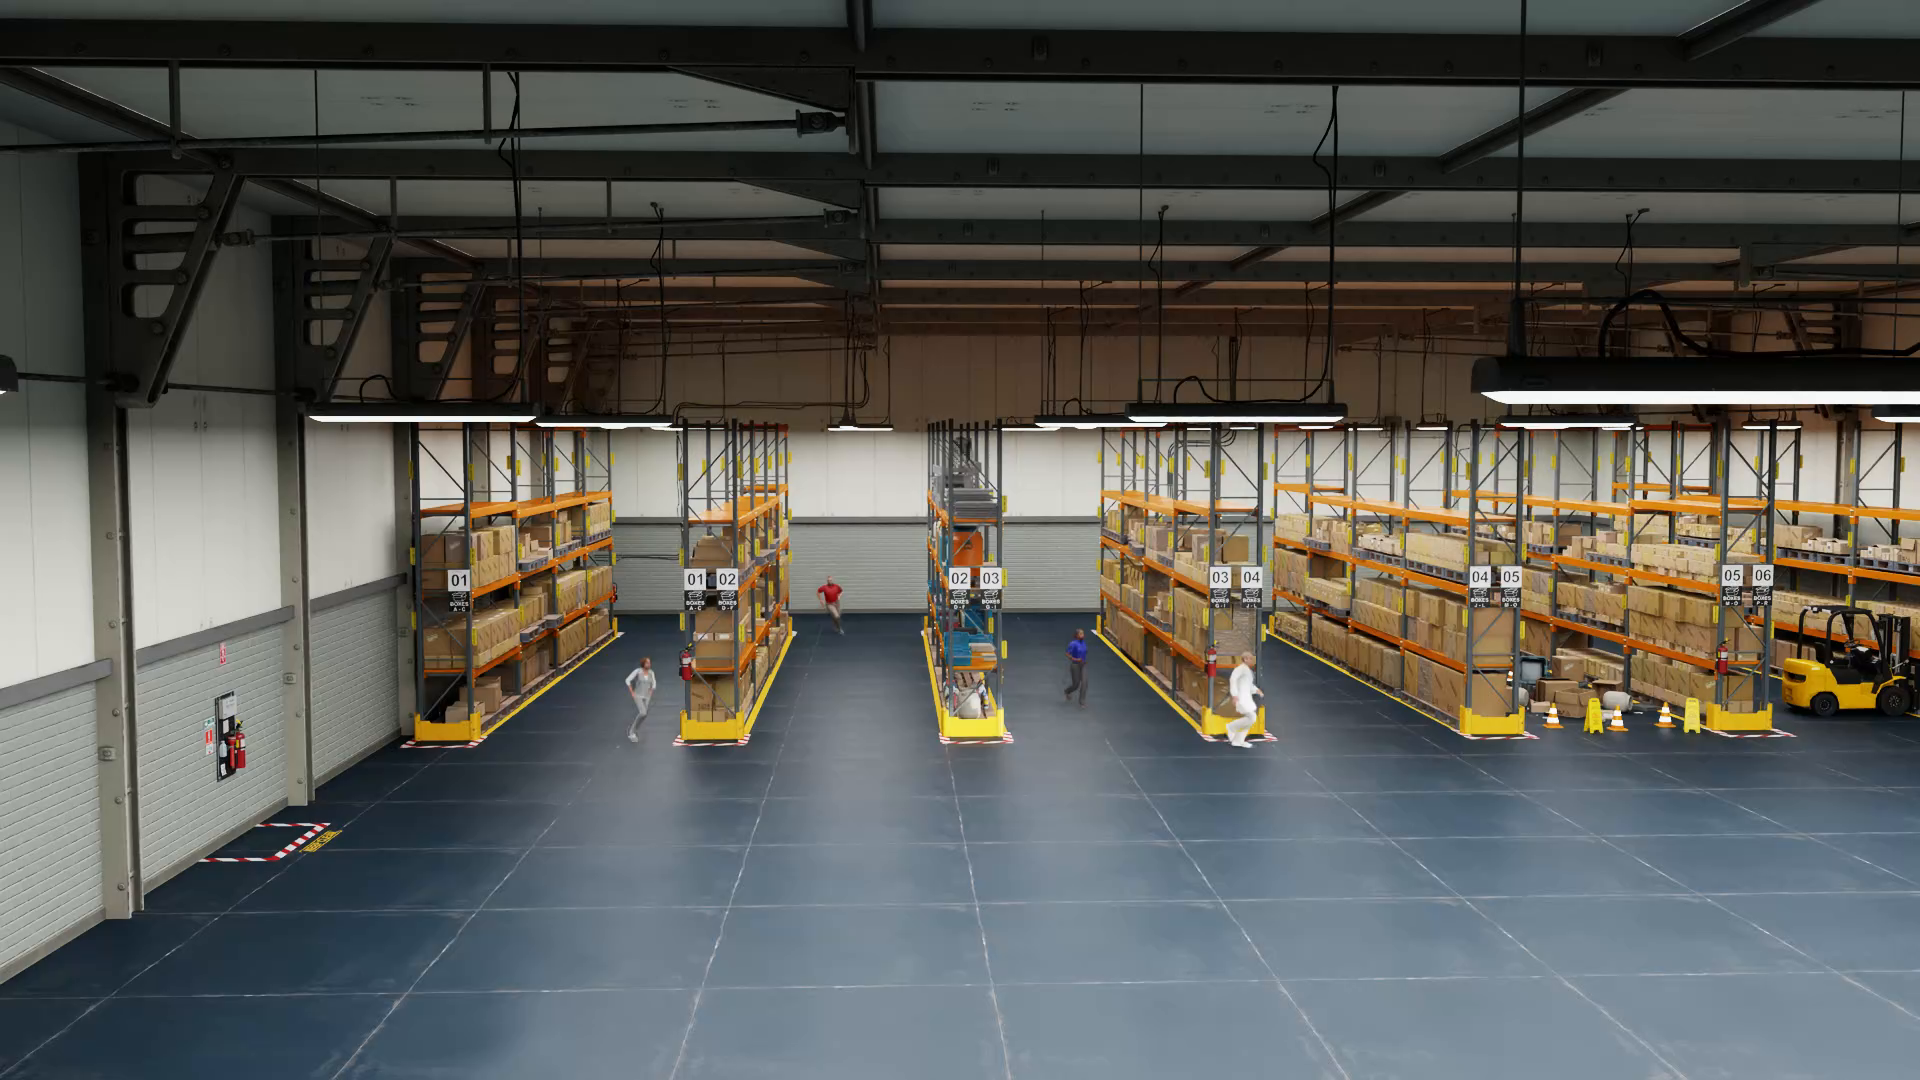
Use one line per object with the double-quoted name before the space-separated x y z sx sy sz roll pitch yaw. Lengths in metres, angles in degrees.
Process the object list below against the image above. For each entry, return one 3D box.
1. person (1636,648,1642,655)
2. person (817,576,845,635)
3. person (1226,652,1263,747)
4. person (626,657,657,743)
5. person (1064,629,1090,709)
"person" 16.758 2.234 40.604 0.722 1.759 1.095 0 4 -3
"person" -3.638 1.885 47.390 0.808 1.729 0.768 -2 4 -32
"person" 5.197 2.922 30.393 0.646 1.744 0.748 2 4 23
"person" -5.900 2.962 30.917 0.535 1.562 0.584 -3 5 -41
"person" 2.447 2.684 34.876 0.575 1.653 0.758 -3 5 -38
